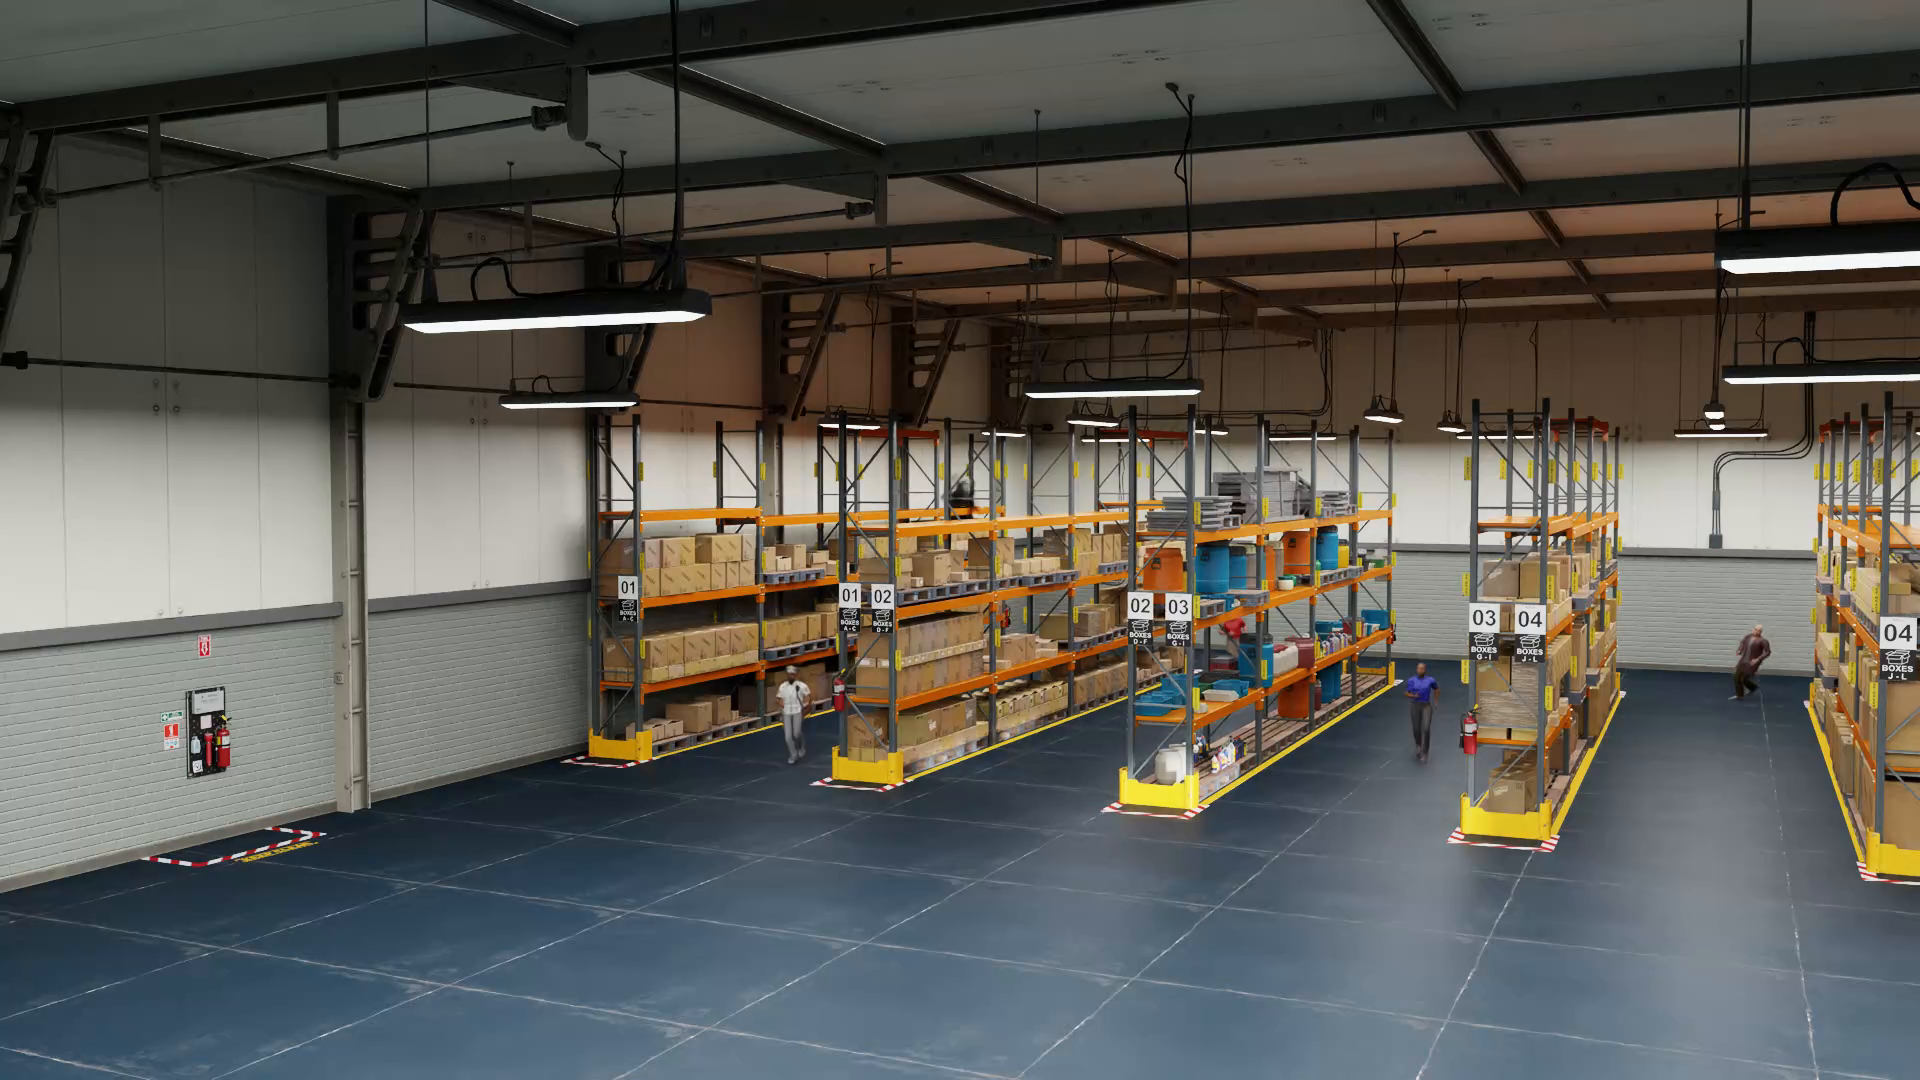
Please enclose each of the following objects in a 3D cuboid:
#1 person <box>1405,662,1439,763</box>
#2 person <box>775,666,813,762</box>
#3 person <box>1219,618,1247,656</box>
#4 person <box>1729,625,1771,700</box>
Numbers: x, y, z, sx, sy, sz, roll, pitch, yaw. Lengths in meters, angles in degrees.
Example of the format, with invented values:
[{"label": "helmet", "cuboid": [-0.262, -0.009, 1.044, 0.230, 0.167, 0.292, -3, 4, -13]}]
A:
[{"label": "person", "cuboid": [8.025, 2.967, 28.911, 0.558, 1.687, 0.879, 1, 2, 20]}, {"label": "person", "cuboid": [-2.877, 2.995, 28.532, 0.624, 1.666, 0.528, 0, 2, 8]}, {"label": "person", "cuboid": [6.573, 2.513, 40.093, 0.671, 1.745, 0.877, 1, 2, 13]}, {"label": "person", "cuboid": [17.304, 2.694, 36.271, 0.643, 1.664, 0.766, -1, 3, -24]}]
